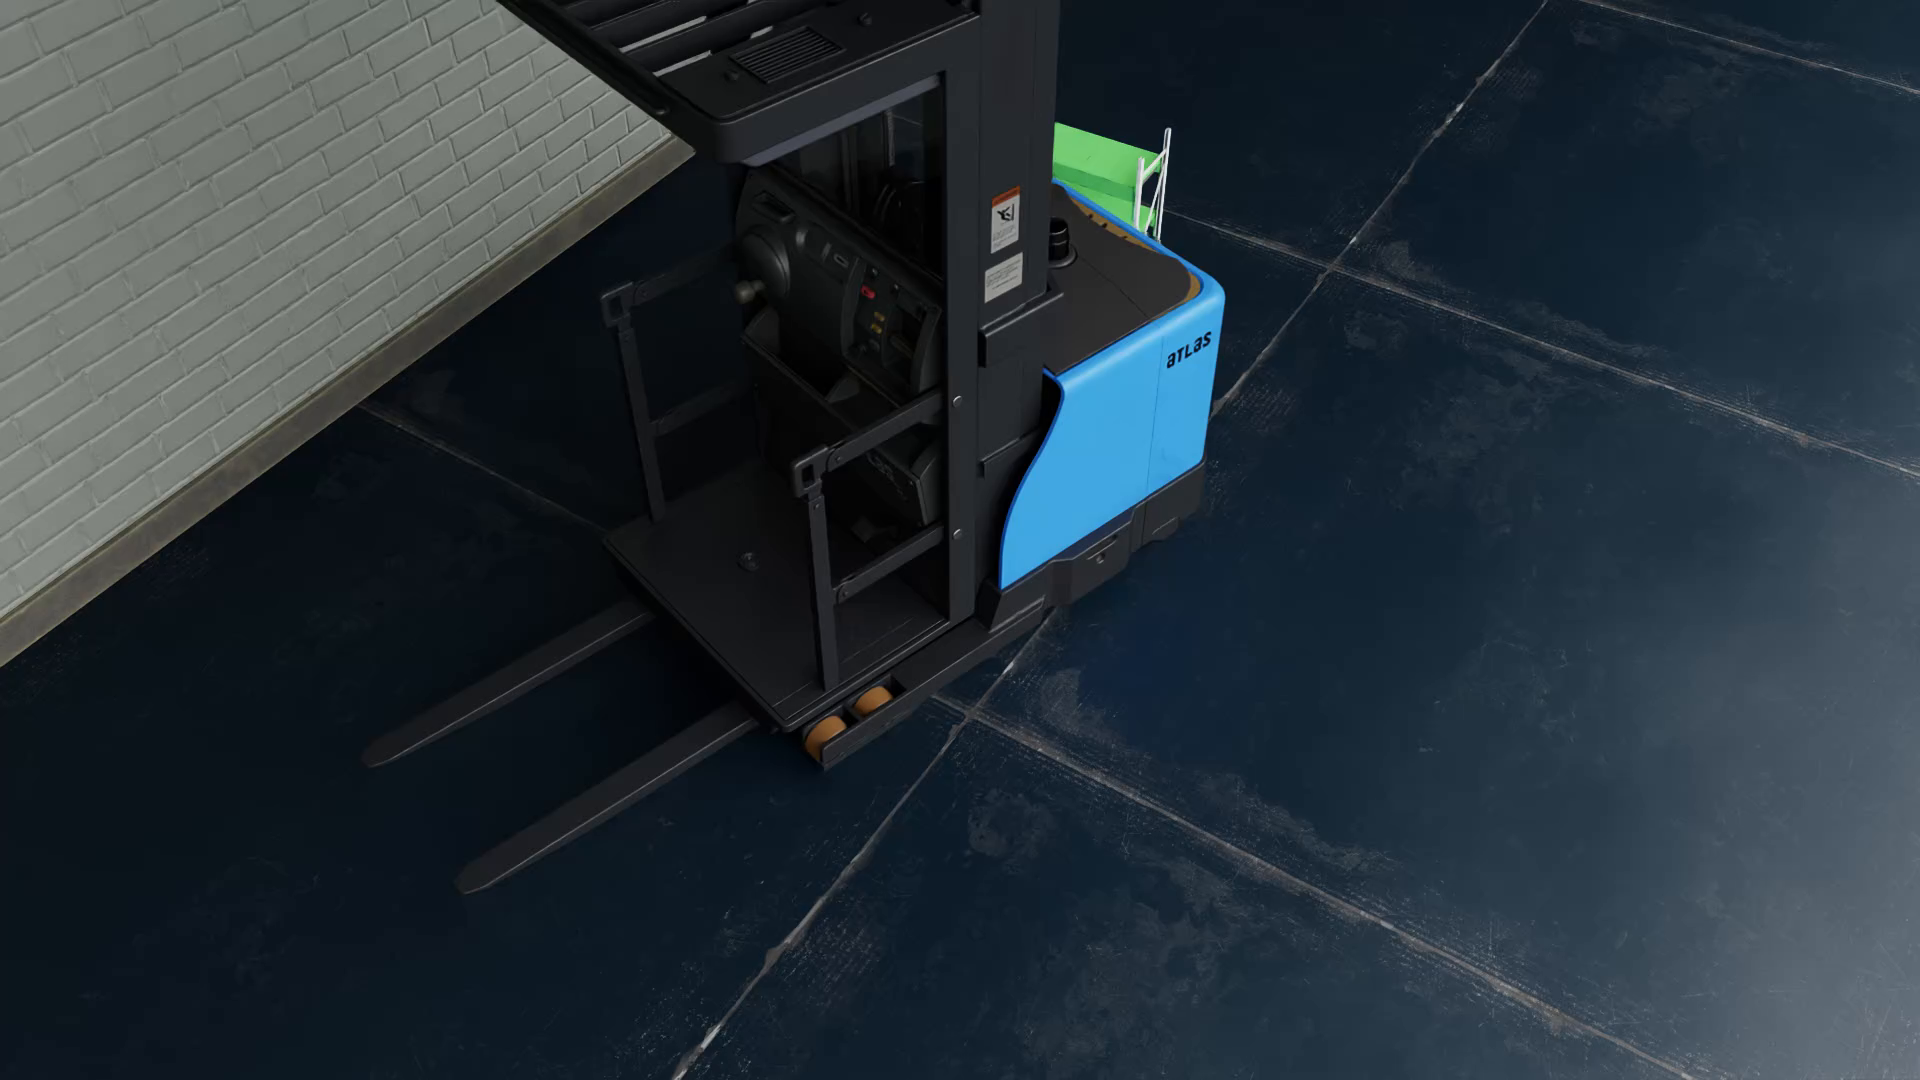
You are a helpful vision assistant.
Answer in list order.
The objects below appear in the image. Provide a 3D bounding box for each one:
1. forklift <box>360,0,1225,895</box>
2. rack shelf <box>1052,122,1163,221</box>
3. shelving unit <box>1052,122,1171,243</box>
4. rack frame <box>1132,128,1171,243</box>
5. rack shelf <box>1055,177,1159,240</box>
[{"bbox_3d":[-0.537,-0.702,4.889,3.031,2.935,1.130,-31,54,-27],"label":"forklift"},{"bbox_3d":[0.488,-1.380,6.174,0.480,0.148,0.258,23,50,21],"label":"rack shelf"},{"bbox_3d":[0.488,-1.090,6.473,0.503,1.200,0.258,23,50,21],"label":"shelving unit"},{"bbox_3d":[0.698,-1.001,6.386,0.015,1.200,0.240,23,50,21],"label":"rack frame"},{"bbox_3d":[0.488,-1.213,6.346,0.480,0.148,0.258,23,50,21],"label":"rack shelf"}]
